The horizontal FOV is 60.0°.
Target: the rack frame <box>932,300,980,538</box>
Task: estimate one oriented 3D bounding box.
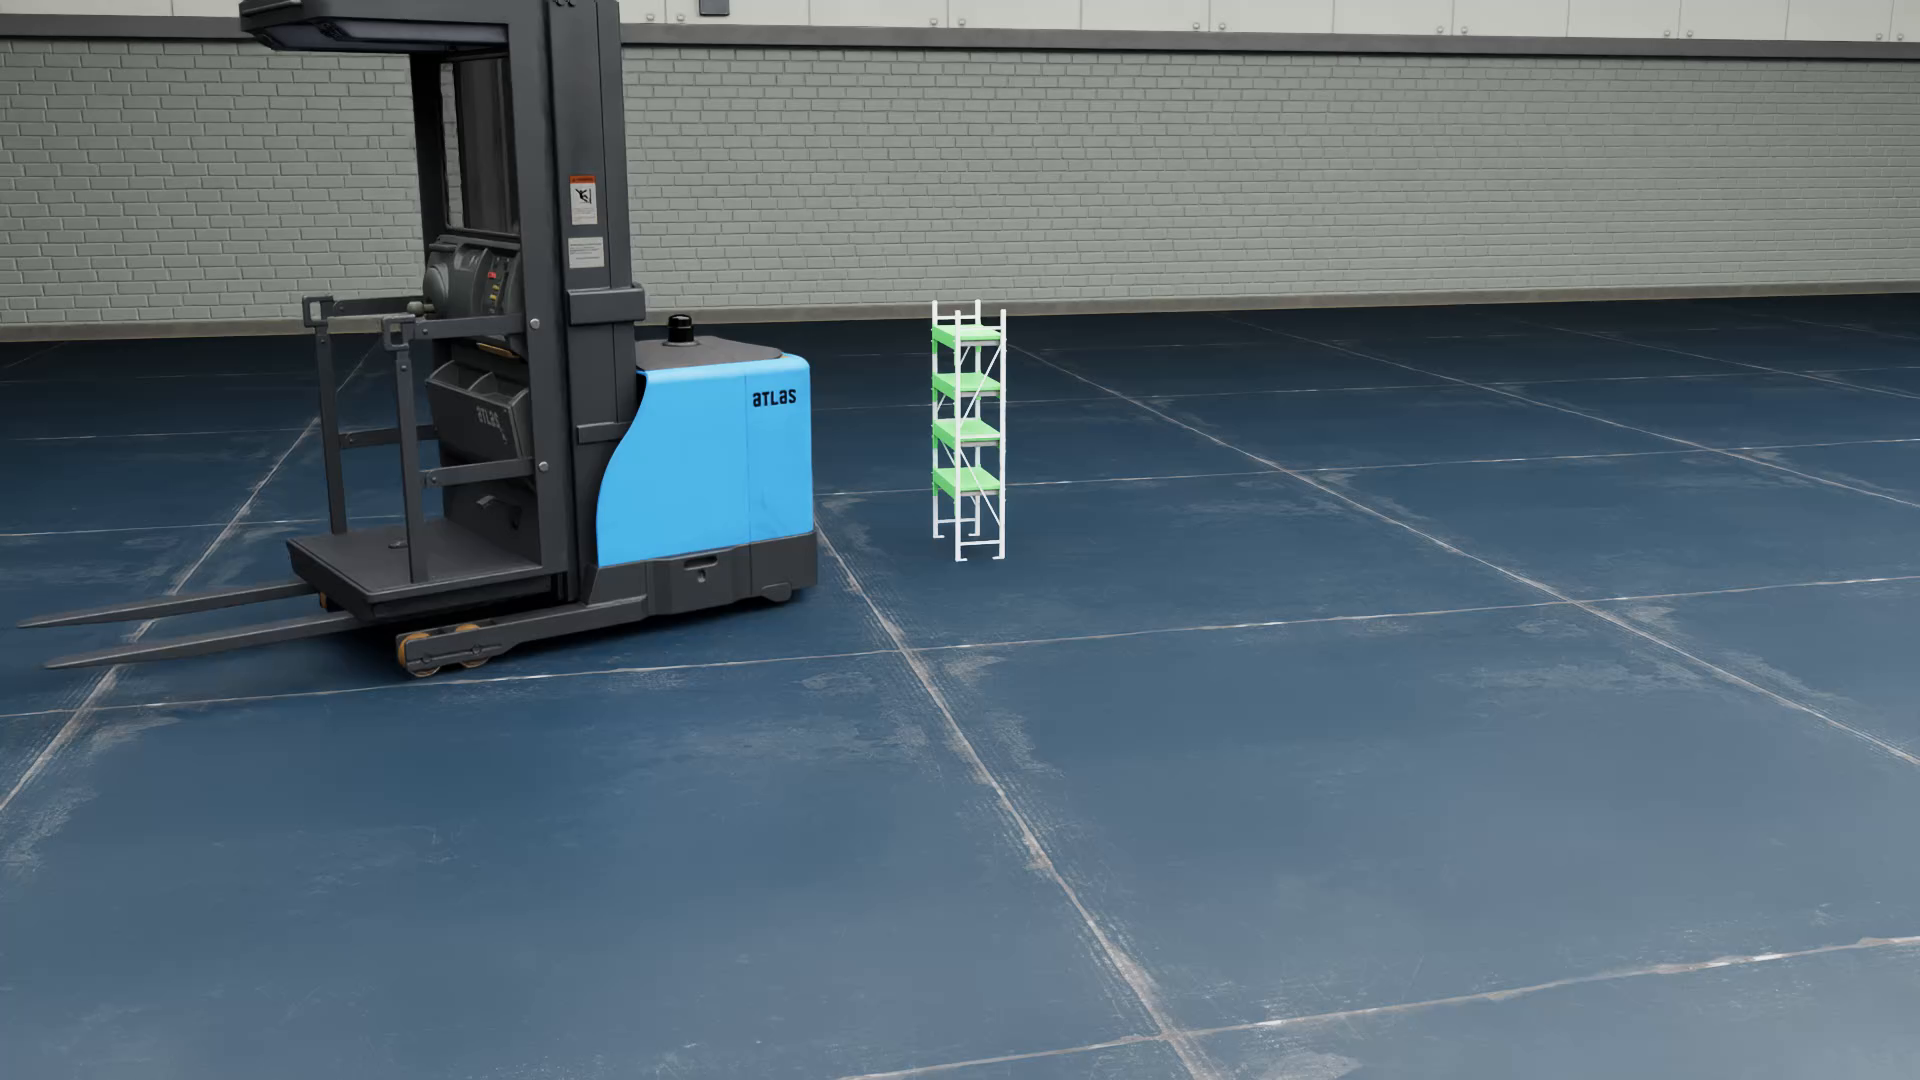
[{"bbox_3d":[-0.018,-0.601,8.359,0.240,1.200,0.015,-3,14,-13],"label":"rack frame"}]

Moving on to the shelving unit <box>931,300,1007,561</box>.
[{"bbox_3d":[0.039,-0.545,8.128,0.258,1.200,0.503,-3,14,-13],"label":"shelving unit"}]

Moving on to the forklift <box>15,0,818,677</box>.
[{"bbox_3d":[-2.116,-1.046,6.534,3.031,2.935,1.130,-10,17,-35],"label":"forklift"}]

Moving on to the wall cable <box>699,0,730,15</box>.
[{"bbox_3d":[-1.572,-8.419,16.761,2.305,6.003,0.169,-3,14,-13],"label":"wall cable"}]

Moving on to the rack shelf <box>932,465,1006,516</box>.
[{"bbox_3d":[0.039,-0.249,8.200,0.258,0.148,0.480,-3,14,-13],"label":"rack shelf"}]

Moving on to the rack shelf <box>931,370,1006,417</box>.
[{"bbox_3d":[0.039,-0.716,8.087,0.258,0.148,0.480,-3,14,-13],"label":"rack shelf"}]

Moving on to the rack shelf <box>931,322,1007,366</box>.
[{"bbox_3d":[0.039,-0.949,8.030,0.258,0.148,0.480,-3,14,-13],"label":"rack shelf"}]

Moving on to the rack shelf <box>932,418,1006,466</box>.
[{"bbox_3d":[0.039,-0.483,8.144,0.258,0.148,0.480,-3,14,-13],"label":"rack shelf"}]

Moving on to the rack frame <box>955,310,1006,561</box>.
[{"bbox_3d":[0.096,-0.488,7.898,0.240,1.200,0.015,-3,14,-13],"label":"rack frame"}]
